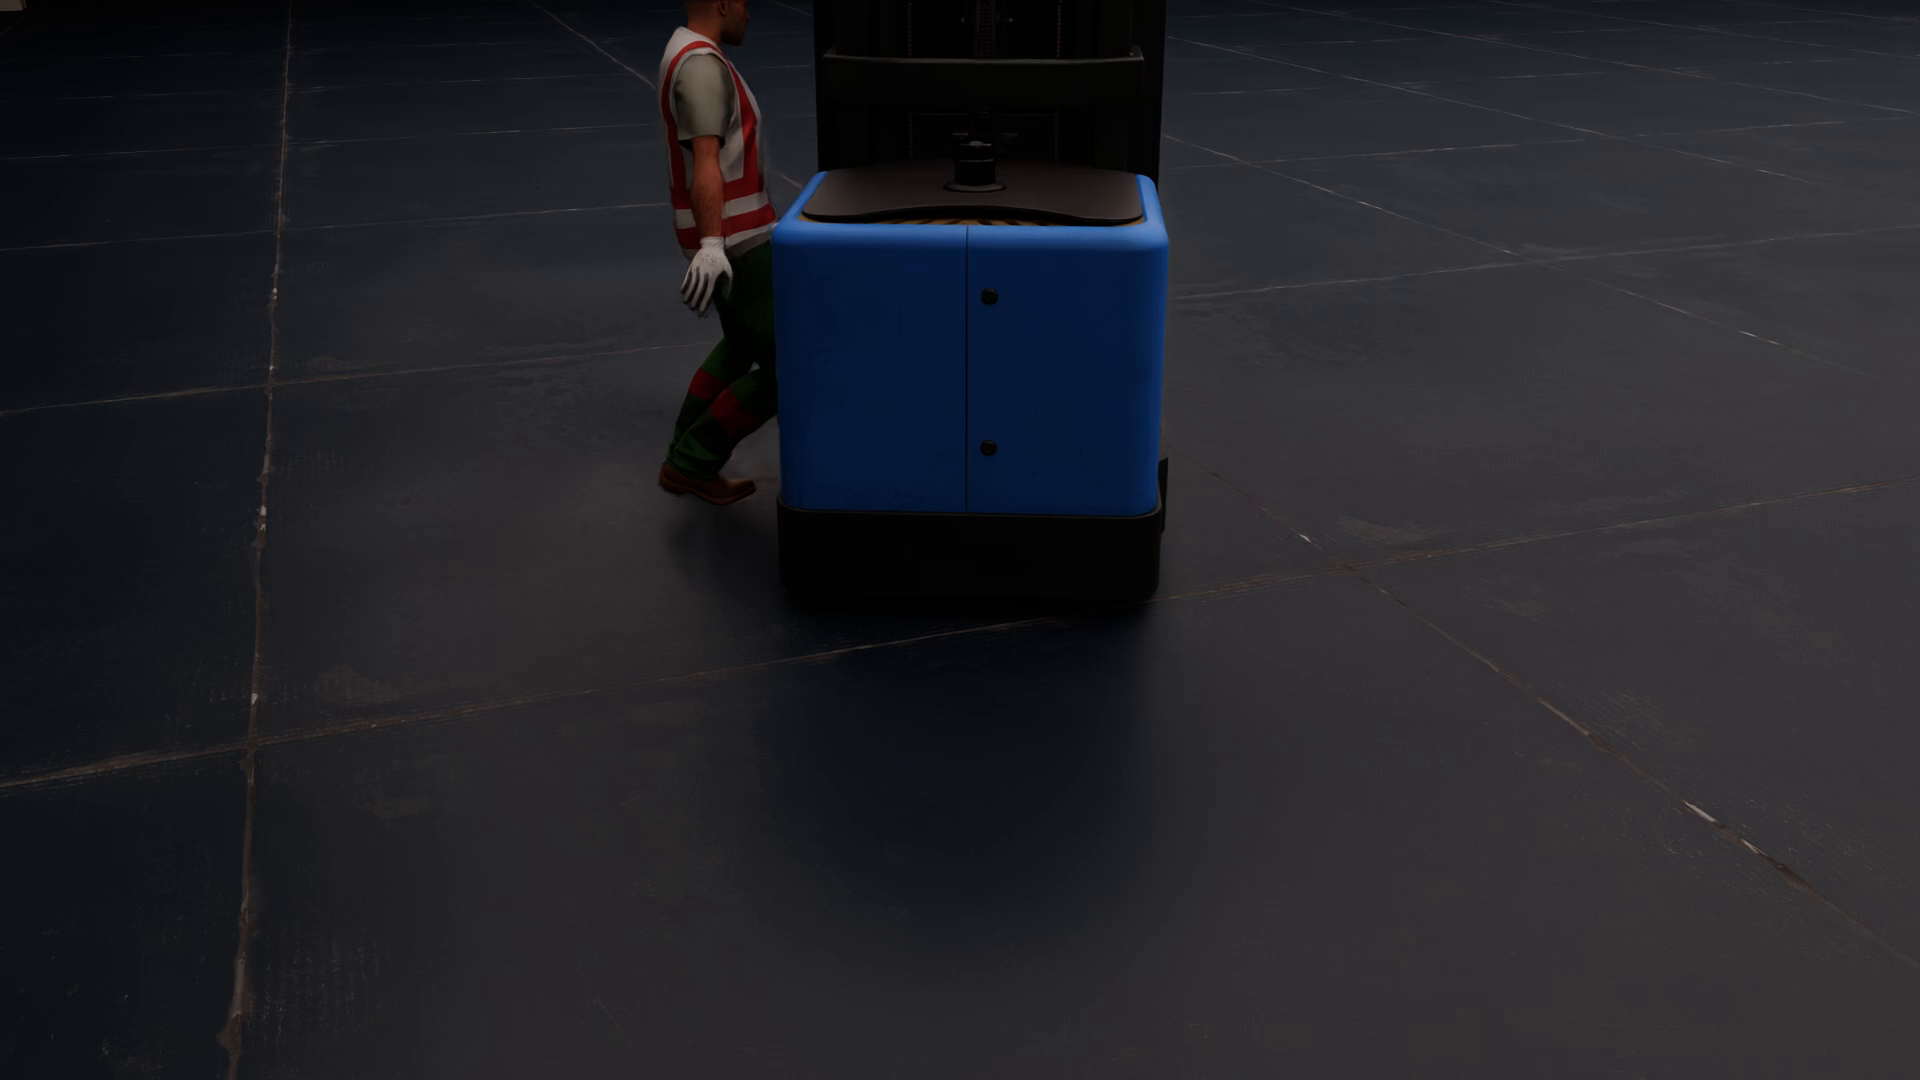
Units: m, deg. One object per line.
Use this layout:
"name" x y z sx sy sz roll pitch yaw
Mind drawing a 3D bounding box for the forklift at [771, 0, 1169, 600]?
"forklift" 0.105 -1.716 5.380 1.130 2.935 3.031 1 23 3

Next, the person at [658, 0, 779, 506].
"person" -0.734 -0.926 5.107 0.490 1.692 0.923 -5 23 -11
